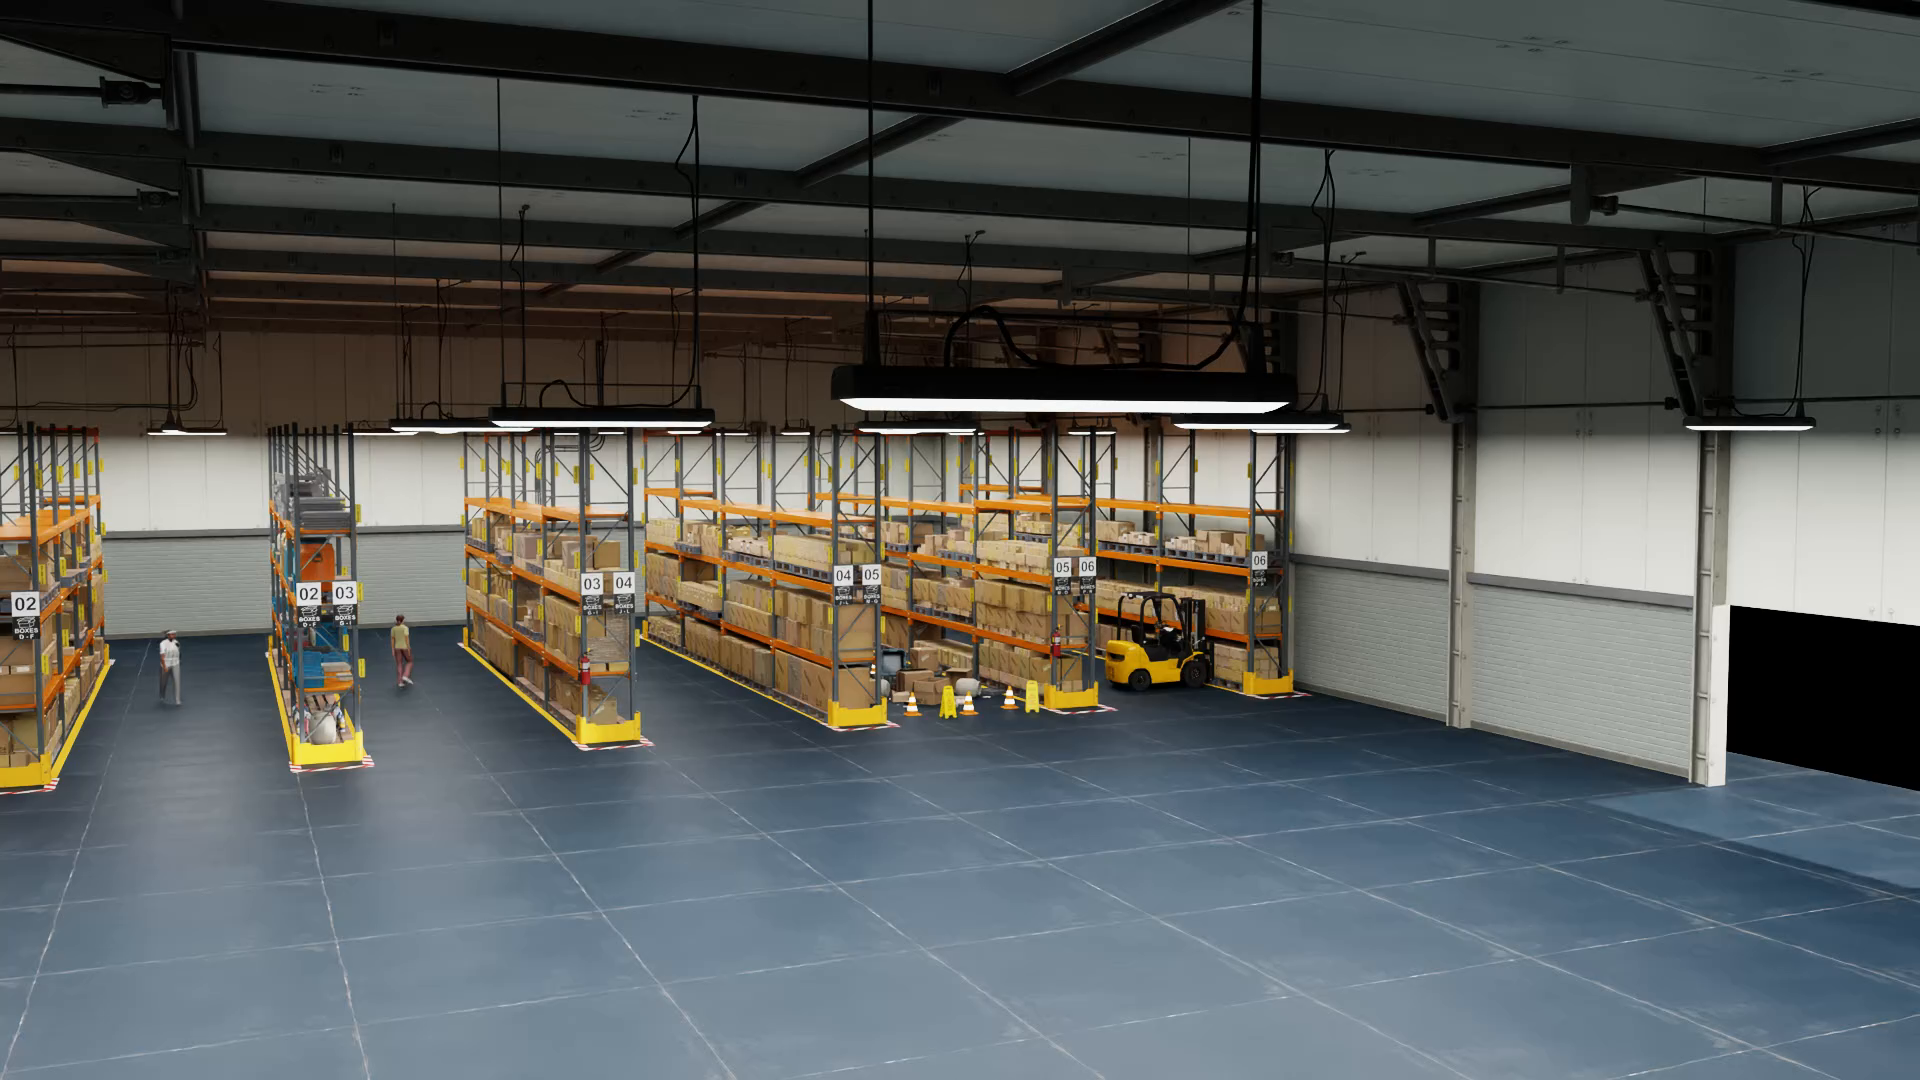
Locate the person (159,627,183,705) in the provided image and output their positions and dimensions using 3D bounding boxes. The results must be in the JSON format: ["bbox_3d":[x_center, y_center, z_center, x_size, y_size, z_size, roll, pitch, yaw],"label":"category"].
[{"bbox_3d":[-16.973,2.694,35.742,0.422,1.642,0.984,-2,4,-34],"label":"person"}]

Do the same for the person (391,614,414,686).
[{"bbox_3d":[-12.877,2.536,38.324,0.471,1.654,0.461,0,3,-3],"label":"person"}]
